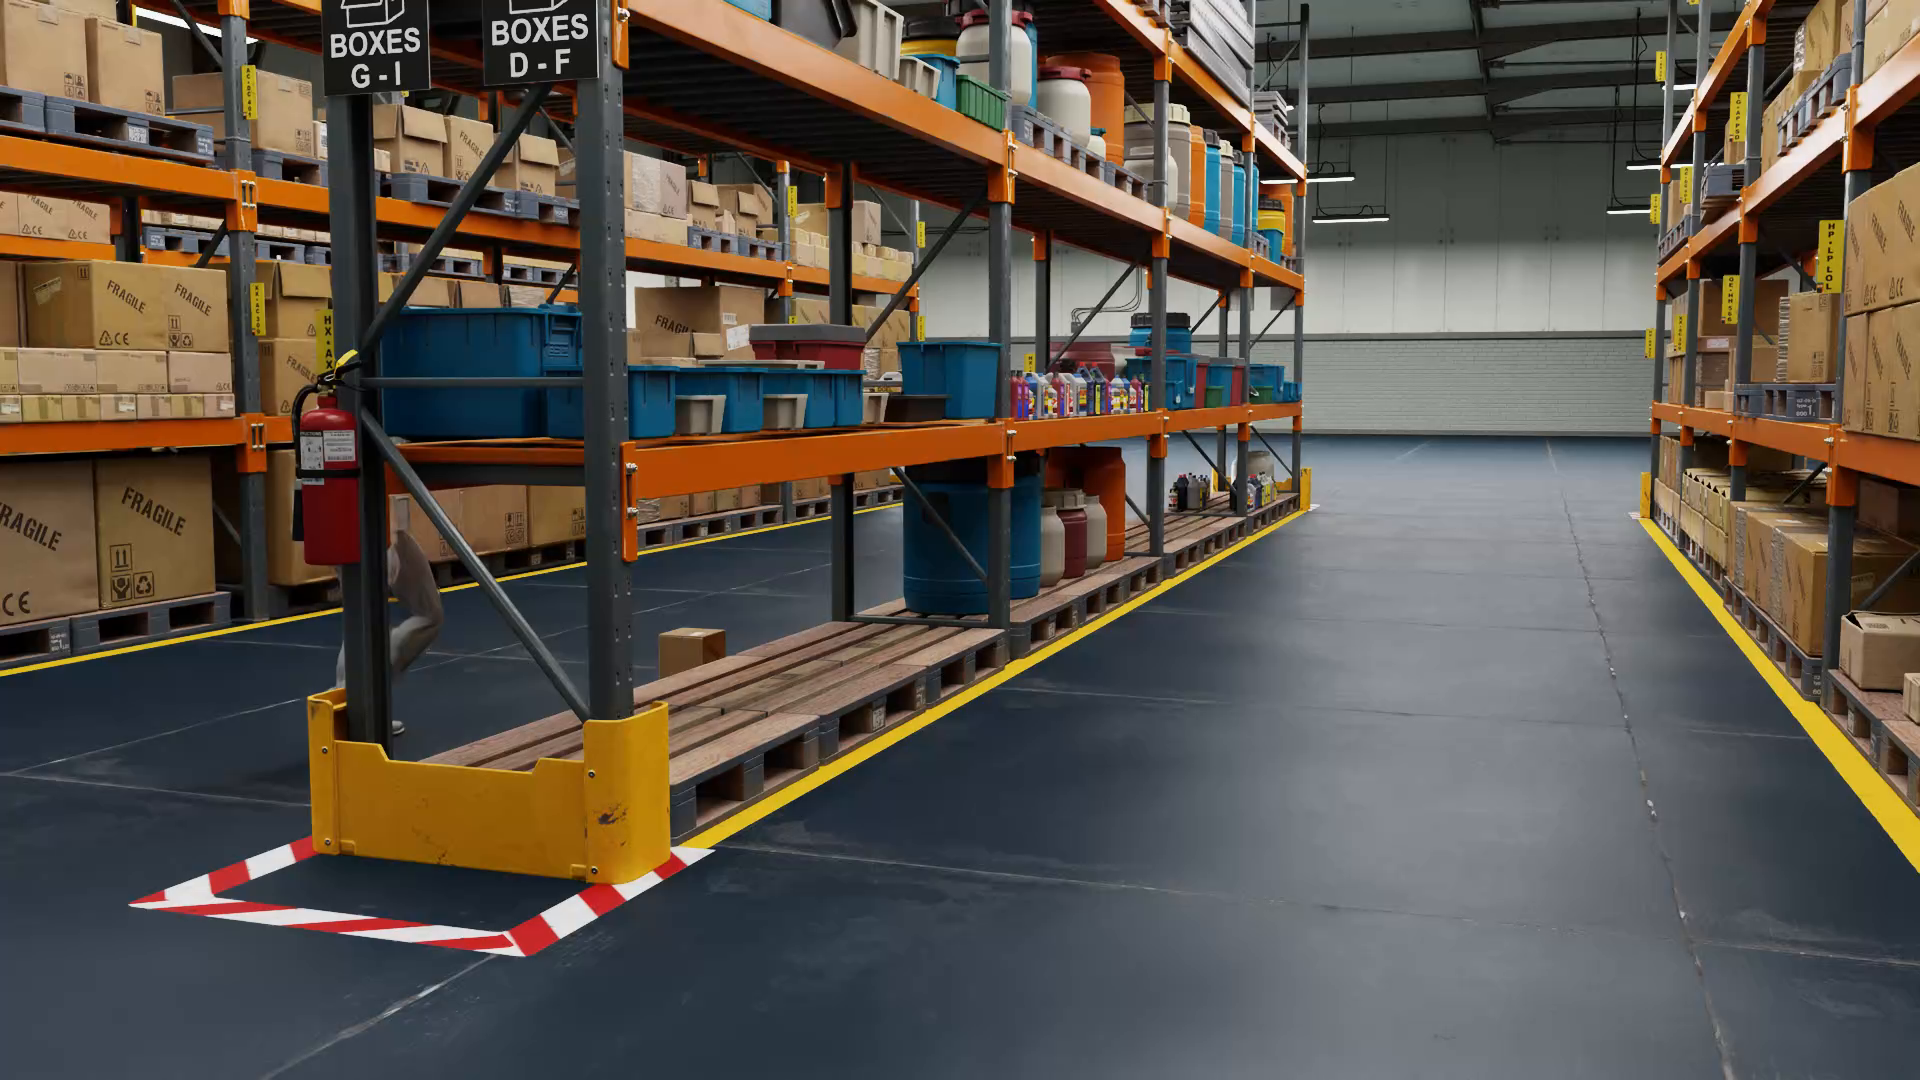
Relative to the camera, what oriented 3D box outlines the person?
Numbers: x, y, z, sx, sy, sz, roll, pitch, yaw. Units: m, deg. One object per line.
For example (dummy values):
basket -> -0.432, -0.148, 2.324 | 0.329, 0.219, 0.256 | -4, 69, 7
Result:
person -> -2.412, -0.004, 6.859 | 0.514, 1.690, 0.423 | 4, 7, 37
